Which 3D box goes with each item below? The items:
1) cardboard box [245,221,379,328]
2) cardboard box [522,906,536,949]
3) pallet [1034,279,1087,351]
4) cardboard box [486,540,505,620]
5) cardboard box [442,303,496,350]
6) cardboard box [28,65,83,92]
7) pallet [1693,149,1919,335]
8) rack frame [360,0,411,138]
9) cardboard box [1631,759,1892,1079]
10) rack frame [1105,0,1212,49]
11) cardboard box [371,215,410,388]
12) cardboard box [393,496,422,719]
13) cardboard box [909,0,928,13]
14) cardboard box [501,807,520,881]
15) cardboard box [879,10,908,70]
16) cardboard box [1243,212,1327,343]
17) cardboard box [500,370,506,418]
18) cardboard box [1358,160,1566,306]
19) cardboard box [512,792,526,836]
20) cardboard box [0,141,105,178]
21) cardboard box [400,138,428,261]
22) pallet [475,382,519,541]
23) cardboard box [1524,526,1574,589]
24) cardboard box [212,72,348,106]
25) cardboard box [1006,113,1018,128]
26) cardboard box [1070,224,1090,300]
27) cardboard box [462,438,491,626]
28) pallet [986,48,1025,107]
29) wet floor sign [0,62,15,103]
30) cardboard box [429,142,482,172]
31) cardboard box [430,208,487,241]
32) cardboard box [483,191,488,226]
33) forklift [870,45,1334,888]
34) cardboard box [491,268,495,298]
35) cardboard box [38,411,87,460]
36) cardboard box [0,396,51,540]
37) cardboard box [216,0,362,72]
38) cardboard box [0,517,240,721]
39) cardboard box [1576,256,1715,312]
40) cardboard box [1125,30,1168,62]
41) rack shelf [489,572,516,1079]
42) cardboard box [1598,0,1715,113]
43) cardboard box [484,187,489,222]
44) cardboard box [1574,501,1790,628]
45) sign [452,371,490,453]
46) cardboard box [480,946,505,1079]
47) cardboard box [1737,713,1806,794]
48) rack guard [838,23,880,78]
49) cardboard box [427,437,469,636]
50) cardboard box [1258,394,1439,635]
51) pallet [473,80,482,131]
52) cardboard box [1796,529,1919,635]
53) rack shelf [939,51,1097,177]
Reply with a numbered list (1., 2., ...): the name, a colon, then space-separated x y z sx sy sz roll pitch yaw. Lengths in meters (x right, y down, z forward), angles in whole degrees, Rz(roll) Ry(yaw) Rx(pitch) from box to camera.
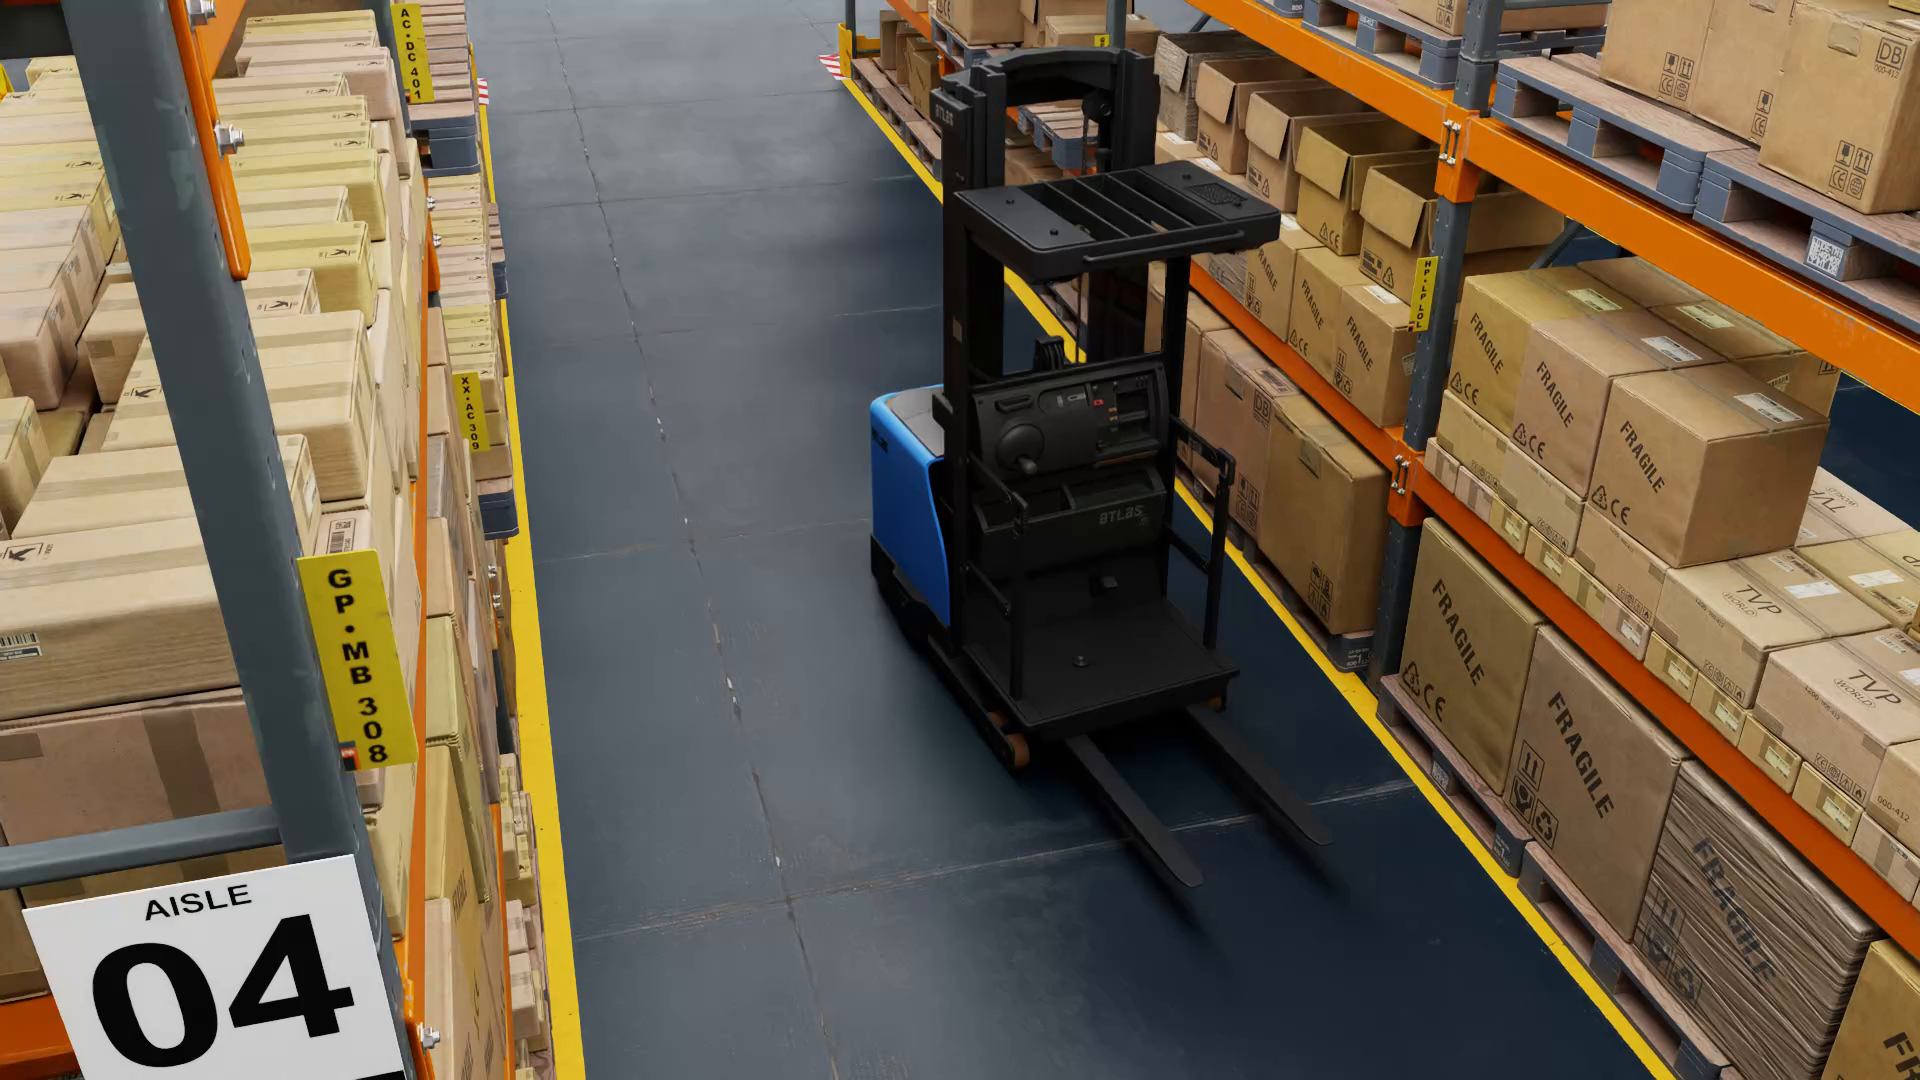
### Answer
1. cardboard box: -1.420 -0.536 3.440 0.380 0.149 0.250 -7 31 -12
2. cardboard box: -1.797 1.427 6.217 0.380 0.149 0.250 -9 31 -15
3. pallet: 1.190 -1.738 12.042 1.003 0.211 1.213 -8 31 -13
4. cardboard box: -2.292 0.159 7.309 0.500 0.250 0.500 -9 31 -15
5. cardboard box: -2.157 -0.865 6.987 0.380 0.149 0.250 -8 31 -13
6. cardboard box: -2.346 -1.225 4.630 0.380 0.149 0.250 -8 31 -14
7. pallet: 2.985 -0.911 4.923 1.003 0.211 1.213 -8 31 -13
8. rack frame: -2.351 -2.621 4.796 1.000 3.000 0.127 -8 31 -13
9. cardboard box: 3.031 1.296 5.718 0.875 0.875 0.875 -8 31 -13
10. rack frame: 1.396 -2.567 10.691 1.000 3.000 0.127 -8 31 -13
11. cardboard box: -1.553 -0.531 3.829 0.500 0.250 0.500 -9 31 -15
12. cardboard box: -1.297 0.168 3.121 0.500 0.250 0.500 -7 31 -12
13. cardboard box: -0.245 -4.812 14.820 0.380 0.149 0.250 -8 31 -13
14. cardboard box: -1.826 1.144 6.111 0.380 0.149 0.250 -8 31 -14
15. cardboard box: -0.577 -5.227 17.363 0.500 0.500 0.500 -2 30 -4
16. cardboard box: 1.801 -1.360 8.505 0.500 0.500 0.500 -8 31 -14
17. cardboard box: -2.154 -0.604 7.130 0.380 0.149 0.250 -8 31 -13
18. cardboard box: 2.281 -1.420 7.608 0.797 0.503 0.637 -9 31 -15
19. cardboard box: -1.877 1.137 6.420 0.380 0.149 0.250 -9 31 -16
20. cardboard box: -2.205 -0.833 3.953 0.380 0.149 0.250 -6 31 -11
21. cardboard box: -1.960 -1.057 5.237 0.500 0.250 0.500 -7 31 -12
22. pallet: -2.413 -0.330 7.018 1.003 0.211 1.213 -8 31 -13
23. cardboard box: 2.428 0.041 6.435 0.380 0.149 0.250 -9 31 -15
24. cardboard box: -1.863 -1.151 4.503 0.380 0.149 0.250 -7 31 -12
25. cardboard box: 0.477 -3.308 14.028 0.700 0.500 0.500 -10 32 -17
26. cardboard box: 1.199 -1.997 11.762 0.700 0.500 0.500 -9 31 -16
27. cardboard box: -1.950 -0.001 5.860 0.500 0.500 0.500 -8 31 -13
28. pallet: 0.832 -3.435 12.382 1.003 0.211 1.213 -8 31 -13
29. wet floor sign: -9.300 -4.329 16.084 0.267 0.644 0.232 2 30 4
30. cardboard box: -2.840 -2.111 9.141 0.380 0.149 0.250 -9 31 -15
31. cardboard box: -2.499 -1.487 8.062 0.380 0.149 0.250 -6 31 -11
32. cardboard box: -2.697 -1.725 8.771 0.380 0.149 0.250 -7 31 -12
33. forklift: 0.590 -0.484 7.160 1.130 2.935 3.031 -13 32 -21
34. cardboard box: -2.503 -1.232 8.216 0.380 0.149 0.250 -7 31 -12
35. cardboard box: -1.794 0.022 2.874 0.500 0.250 0.500 -9 31 -15
36. cardboard box: -1.701 -0.093 2.674 0.380 0.149 0.250 -9 31 -15
37. cardboard box: -2.345 -1.746 5.758 0.700 0.500 0.500 -8 31 -13
38. cardboard box: -1.155 0.098 2.344 0.380 0.149 0.250 -8 31 -14
39. cardboard box: 2.838 -0.837 6.807 0.500 0.500 0.500 -7 31 -12
40. cardboard box: 1.215 -3.048 11.003 0.500 0.500 0.500 -12 32 -19
41. rack shelf: -1.820 1.252 4.810 1.077 0.370 4.000 -8 31 -13
42. cardboard box: 2.724 -1.832 5.808 0.700 0.500 0.500 -10 31 -16
43. cardboard box: -2.838 -1.853 9.288 0.380 0.149 0.250 -7 31 -12
44. cardboard box: 2.600 0.053 6.017 0.500 0.250 0.500 -7 31 -12
45. sign: -1.830 -0.475 6.213 0.100 0.325 0.005 -8 31 -13
46. cardboard box: -1.308 1.226 3.740 0.500 0.500 0.500 -8 31 -13
47. cardboard box: 2.766 0.659 5.369 0.380 0.149 0.250 -8 31 -13
48. rack guard: -0.707 -5.313 17.930 1.175 0.500 0.348 -8 31 -13
49. cardboard box: -1.701 0.060 4.758 0.500 0.500 0.500 -7 31 -12
50. cardboard box: 2.269 -0.204 8.310 1.225 0.875 0.875 -8 31 -13
51. pallet: -5.248 -4.238 16.361 1.003 0.211 1.213 -8 31 -13
52. cardboard box: 3.235 0.220 5.728 0.500 0.250 0.500 -8 31 -14
53. rack shelf: 0.866 -3.222 12.540 1.077 0.370 4.000 -8 31 -13
